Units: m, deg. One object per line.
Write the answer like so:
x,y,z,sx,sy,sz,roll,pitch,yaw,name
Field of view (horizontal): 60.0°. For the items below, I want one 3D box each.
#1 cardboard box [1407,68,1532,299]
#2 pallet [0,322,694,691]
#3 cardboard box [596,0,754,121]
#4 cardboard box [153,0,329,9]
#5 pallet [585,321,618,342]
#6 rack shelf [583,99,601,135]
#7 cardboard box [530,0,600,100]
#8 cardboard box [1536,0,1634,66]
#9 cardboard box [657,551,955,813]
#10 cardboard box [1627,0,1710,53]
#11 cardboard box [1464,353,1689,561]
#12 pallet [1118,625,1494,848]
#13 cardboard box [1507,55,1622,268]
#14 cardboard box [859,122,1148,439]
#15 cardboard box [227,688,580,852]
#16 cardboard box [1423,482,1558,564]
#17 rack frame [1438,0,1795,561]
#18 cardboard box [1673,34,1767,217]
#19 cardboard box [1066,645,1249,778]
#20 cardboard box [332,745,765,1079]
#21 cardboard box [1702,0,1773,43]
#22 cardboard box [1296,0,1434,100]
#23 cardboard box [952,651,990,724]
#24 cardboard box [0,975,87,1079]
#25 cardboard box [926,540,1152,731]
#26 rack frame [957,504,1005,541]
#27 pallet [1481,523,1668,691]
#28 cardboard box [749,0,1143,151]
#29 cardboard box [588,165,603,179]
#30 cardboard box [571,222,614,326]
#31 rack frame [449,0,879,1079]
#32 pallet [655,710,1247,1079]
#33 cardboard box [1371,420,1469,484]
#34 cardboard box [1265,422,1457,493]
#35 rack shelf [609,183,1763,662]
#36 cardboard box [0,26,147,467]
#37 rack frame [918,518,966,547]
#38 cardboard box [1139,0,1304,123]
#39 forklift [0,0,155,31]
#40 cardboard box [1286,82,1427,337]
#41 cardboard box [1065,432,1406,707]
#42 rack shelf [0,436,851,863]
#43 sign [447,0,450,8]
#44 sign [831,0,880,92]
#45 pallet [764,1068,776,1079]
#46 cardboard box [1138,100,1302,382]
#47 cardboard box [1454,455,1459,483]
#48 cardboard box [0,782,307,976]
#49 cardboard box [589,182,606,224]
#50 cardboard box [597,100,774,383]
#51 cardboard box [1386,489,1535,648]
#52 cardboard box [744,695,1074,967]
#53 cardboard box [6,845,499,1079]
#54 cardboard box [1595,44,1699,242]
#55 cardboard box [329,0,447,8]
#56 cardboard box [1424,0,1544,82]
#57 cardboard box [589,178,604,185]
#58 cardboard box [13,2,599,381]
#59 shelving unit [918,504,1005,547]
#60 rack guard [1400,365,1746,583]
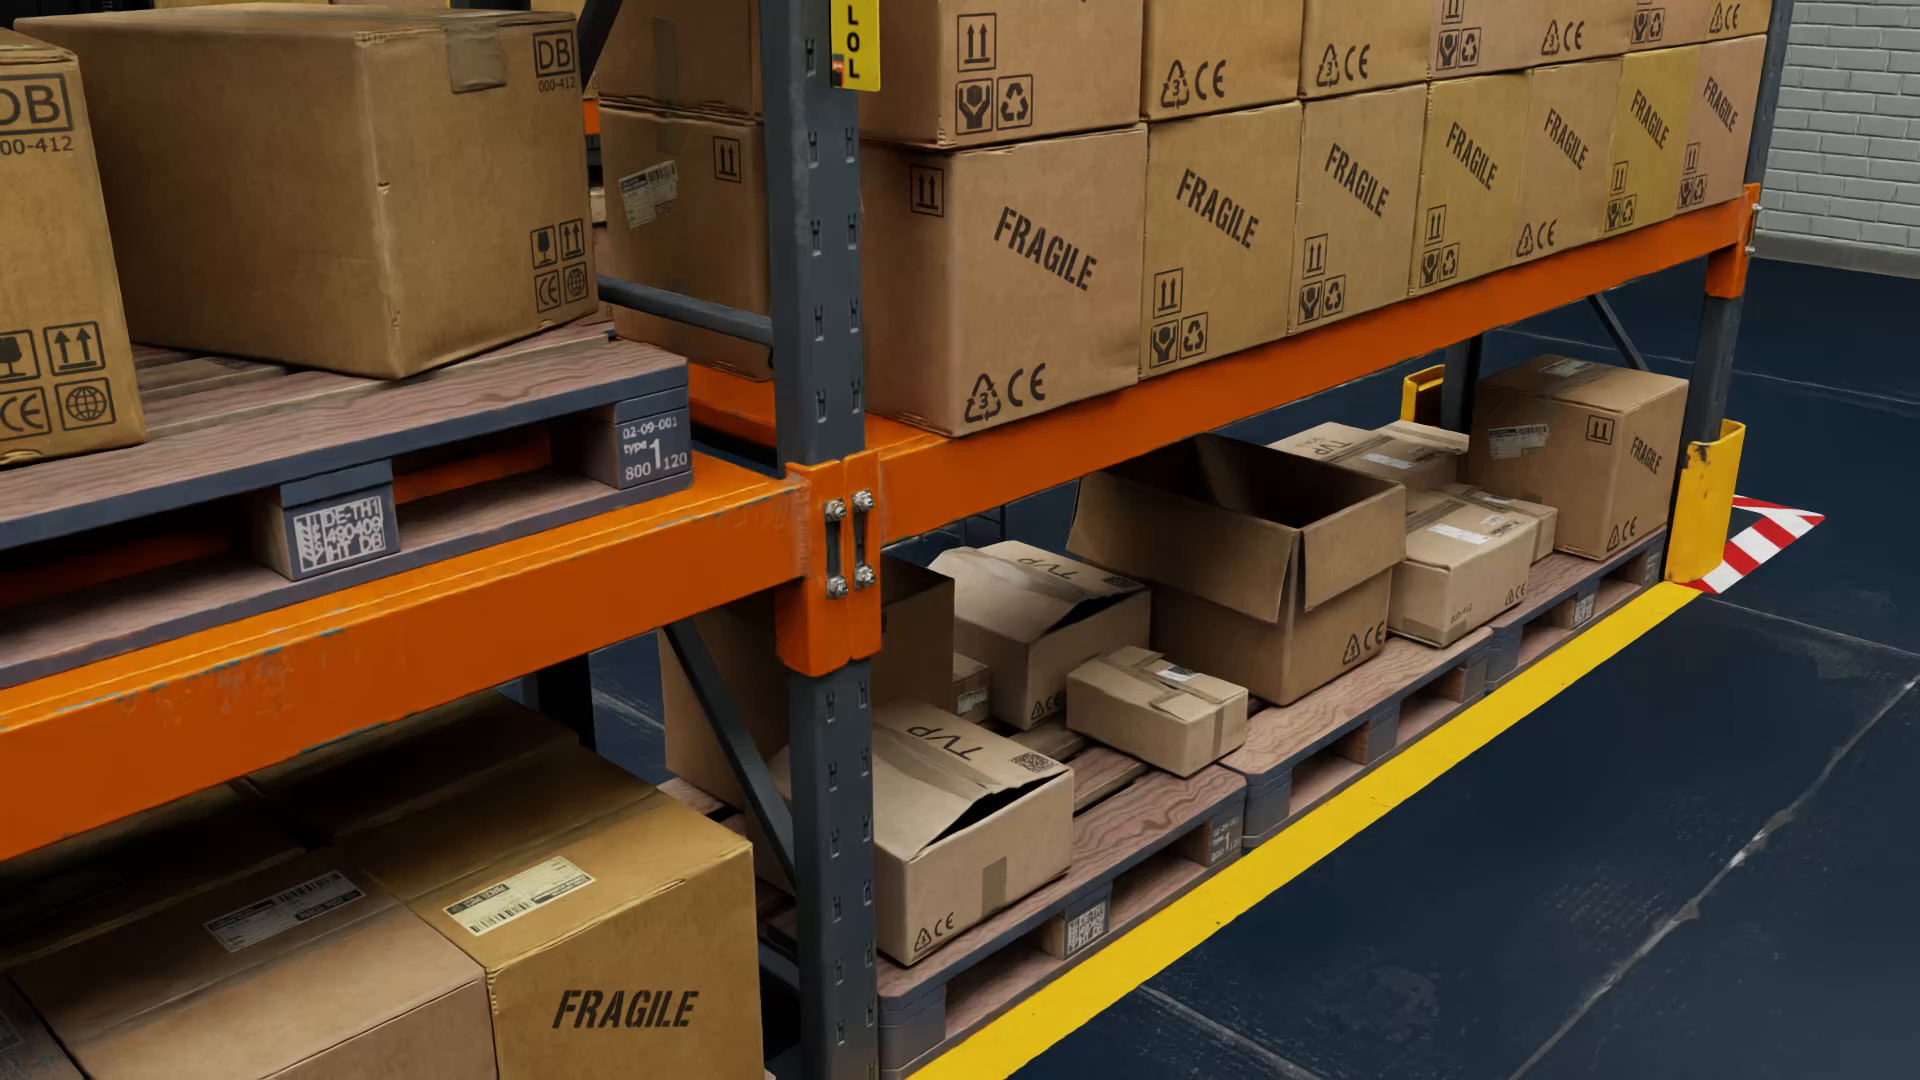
1.055,-0.925,4.161,0.500,0.500,0.500,19,28,40,cardboard box
-1.191,-0.156,2.567,1.003,0.211,1.213,19,28,41,pallet
-0.388,-1.132,3.306,0.500,0.500,0.500,19,28,41,cardboard box
-3.204,-2.124,7.003,0.980,0.700,0.700,18,28,39,cardboard box
-1.818,-1.164,8.809,1.003,0.211,1.213,19,28,41,pallet
-2.712,-1.841,7.686,1.077,0.370,4.000,19,28,41,rack shelf
-2.165,-2.508,7.999,0.980,0.700,0.700,19,28,40,cardboard box
1.412,-1.518,4.309,0.500,0.500,0.500,-19,28,-41,cardboard box
-0.361,0.320,3.932,0.500,0.500,0.500,19,28,41,cardboard box
1.770,-1.652,4.659,0.500,0.500,0.500,-19,28,-41,cardboard box
2.032,-0.289,5.517,0.500,0.500,0.500,19,28,41,cardboard box
0.776,0.386,4.775,1.003,0.211,1.213,19,28,41,pallet
1.406,-1.054,4.497,0.500,0.500,0.500,20,28,41,cardboard box
-0.004,-0.533,3.142,0.500,0.500,0.500,-19,28,-41,cardboard box
-1.067,0.601,3.201,0.500,0.500,0.500,18,27,38,cardboard box
1.685,-0.052,5.365,0.380,0.166,0.250,19,28,41,cardboard box
2.235,-1.452,5.672,1.000,3.000,0.127,19,28,41,rack frame
2.118,-1.315,5.177,0.500,0.500,0.500,-19,28,-40,cardboard box
0.489,0.415,4.151,0.380,0.166,0.250,19,28,41,cardboard box
-0.694,0.736,2.849,0.500,0.500,0.500,19,28,40,cardboard box
2.122,-1.782,4.997,0.500,0.500,0.500,19,28,40,cardboard box
0.694,-1.253,3.620,0.500,0.500,0.500,18,28,39,cardboard box
-0.142,0.373,4.285,0.380,0.149,0.250,19,28,41,cardboard box
-1.395,0.990,2.189,0.500,0.500,0.500,20,29,41,cardboard box
0.162,0.216,4.467,0.500,0.311,0.500,19,28,41,cardboard box
0.077,-0.448,5.987,0.240,0.900,0.006,19,28,41,rack frame
1.627,0.074,5.587,1.003,0.211,1.213,19,28,41,pallet
-0.025,-0.988,2.931,0.500,0.500,0.500,-19,28,-41,cardboard box
-1.789,-1.900,8.832,0.380,0.149,0.250,20,28,41,cardboard box
-2.082,-1.387,8.400,0.700,0.500,0.500,19,28,40,cardboard box
-0.555,-0.424,2.996,1.000,3.000,0.127,19,28,41,rack frame
-0.075,0.702,3.955,1.003,0.211,1.213,19,28,41,pallet
1.697,-0.305,6.048,0.380,0.149,0.250,19,28,41,cardboard box
1.304,-0.177,5.573,0.500,0.250,0.500,19,28,41,cardboard box
0.840,-0.602,4.463,1.077,0.370,4.000,19,28,41,rack shelf
-1.480,-0.408,2.231,0.500,0.500,0.700,-15,26,-34,cardboard box
-0.065,-0.396,5.851,0.240,0.900,0.006,19,28,41,rack frame
0.335,-1.121,3.276,0.500,0.500,0.500,18,28,39,cardboard box
-3.162,-1.124,4.914,3.031,2.935,1.130,-4,21,-11,forklift
0.701,-0.794,3.820,0.500,0.500,0.500,19,28,40,cardboard box
0.752,0.052,4.625,0.797,0.503,0.637,19,28,41,cardboard box
-1.950,0.426,1.788,1.077,0.370,4.000,19,28,41,rack shelf
-0.949,-0.962,3.189,0.100,0.325,0.005,19,28,41,sign
-0.155,-0.826,2.430,0.100,0.325,0.005,19,28,41,sign
-1.096,1.096,2.928,1.003,0.211,1.213,19,28,41,pallet
0.350,-0.666,3.486,0.500,0.500,0.500,-20,28,-41,cardboard box
1.522,-0.249,5.877,0.380,0.166,0.250,19,28,41,cardboard box
-1.431,0.741,2.837,0.500,0.500,0.500,-20,28,-41,cardboard box
-1.870,-1.673,8.242,0.250,0.149,0.380,-19,28,-41,cardboard box
-0.390,-0.663,3.480,0.500,0.500,0.500,-20,28,-41,cardboard box
1.348,0.064,4.946,0.500,0.250,0.500,19,28,41,cardboard box
-0.107,0.572,3.540,0.500,0.311,0.500,19,28,41,cardboard box
-1.045,0.861,2.524,0.500,0.500,0.500,19,28,41,cardboard box
1.758,-1.181,4.828,0.500,0.500,0.500,20,28,41,cardboard box
-2.703,-2.314,7.496,0.980,0.700,0.700,18,27,38,cardboard box
1.053,-1.386,3.966,0.500,0.500,0.500,-19,28,-40,cardboard box
-1.692,-1.739,8.414,0.380,0.149,0.250,19,28,40,cardboard box
-1.046,-0.601,2.732,0.700,0.500,0.500,9,23,23,cardboard box
0.006,-0.422,5.919,0.258,0.900,0.210,19,28,41,shelving unit
2.182,-0.266,6.069,1.175,0.500,0.348,19,28,41,rack guard
